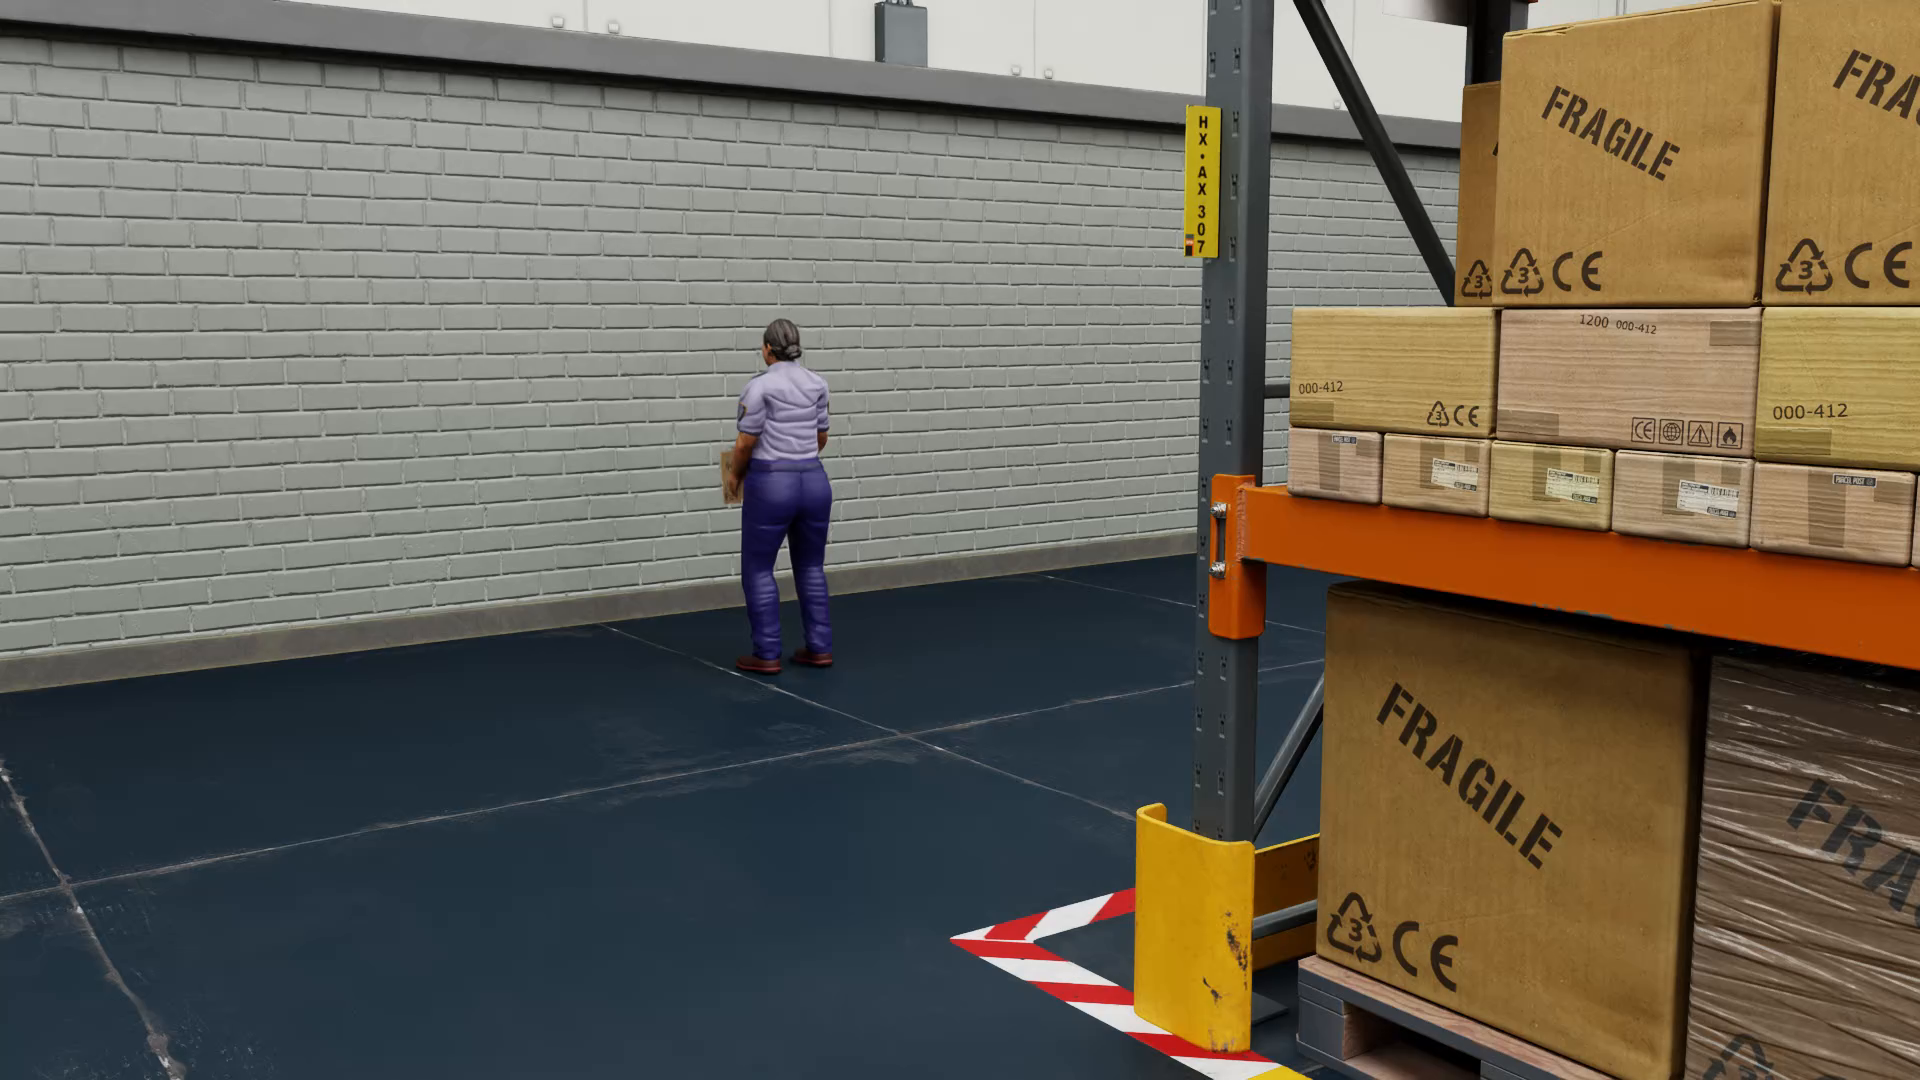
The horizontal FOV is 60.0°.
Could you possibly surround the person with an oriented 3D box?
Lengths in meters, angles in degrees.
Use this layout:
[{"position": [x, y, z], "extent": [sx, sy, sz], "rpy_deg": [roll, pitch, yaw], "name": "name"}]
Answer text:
[{"position": [-0.863, -0.206, 7.870], "extent": [0.487, 1.639, 0.476], "rpy_deg": [-6, 10, -36], "name": "person"}]
